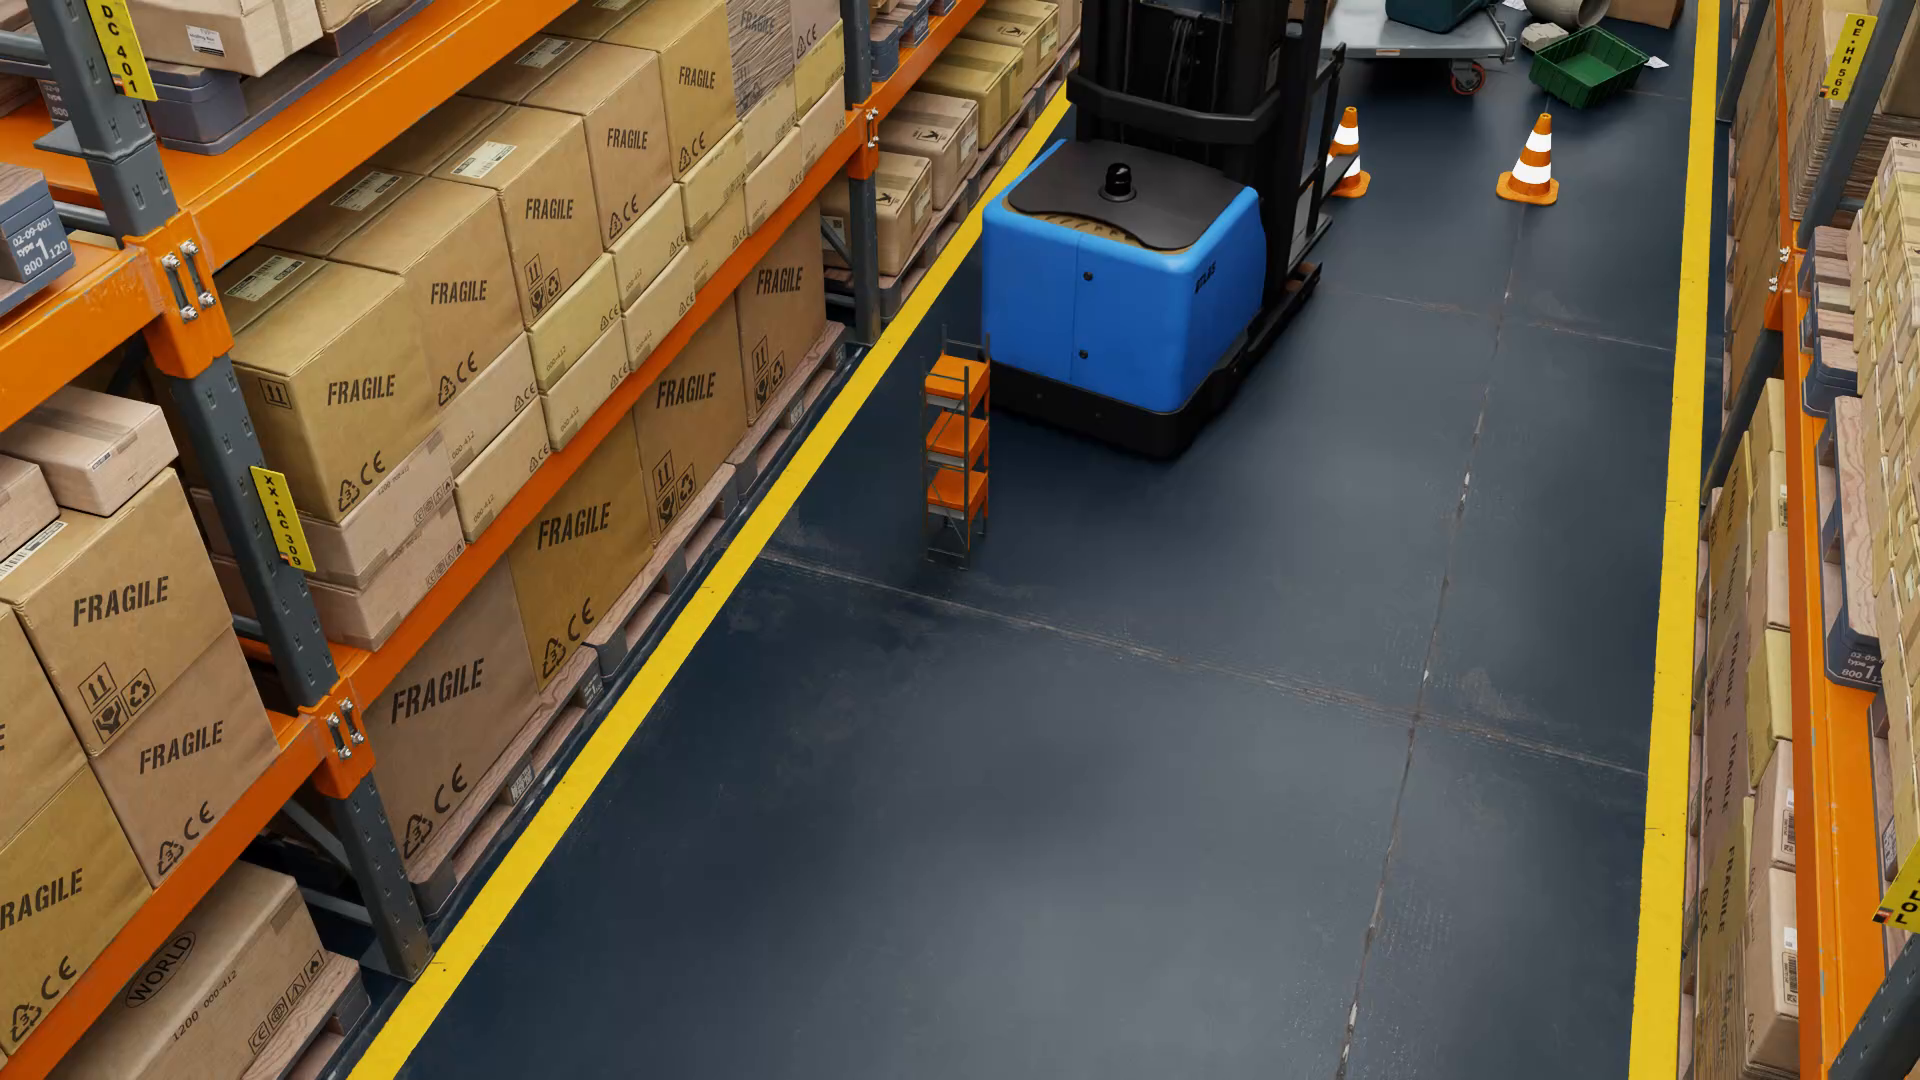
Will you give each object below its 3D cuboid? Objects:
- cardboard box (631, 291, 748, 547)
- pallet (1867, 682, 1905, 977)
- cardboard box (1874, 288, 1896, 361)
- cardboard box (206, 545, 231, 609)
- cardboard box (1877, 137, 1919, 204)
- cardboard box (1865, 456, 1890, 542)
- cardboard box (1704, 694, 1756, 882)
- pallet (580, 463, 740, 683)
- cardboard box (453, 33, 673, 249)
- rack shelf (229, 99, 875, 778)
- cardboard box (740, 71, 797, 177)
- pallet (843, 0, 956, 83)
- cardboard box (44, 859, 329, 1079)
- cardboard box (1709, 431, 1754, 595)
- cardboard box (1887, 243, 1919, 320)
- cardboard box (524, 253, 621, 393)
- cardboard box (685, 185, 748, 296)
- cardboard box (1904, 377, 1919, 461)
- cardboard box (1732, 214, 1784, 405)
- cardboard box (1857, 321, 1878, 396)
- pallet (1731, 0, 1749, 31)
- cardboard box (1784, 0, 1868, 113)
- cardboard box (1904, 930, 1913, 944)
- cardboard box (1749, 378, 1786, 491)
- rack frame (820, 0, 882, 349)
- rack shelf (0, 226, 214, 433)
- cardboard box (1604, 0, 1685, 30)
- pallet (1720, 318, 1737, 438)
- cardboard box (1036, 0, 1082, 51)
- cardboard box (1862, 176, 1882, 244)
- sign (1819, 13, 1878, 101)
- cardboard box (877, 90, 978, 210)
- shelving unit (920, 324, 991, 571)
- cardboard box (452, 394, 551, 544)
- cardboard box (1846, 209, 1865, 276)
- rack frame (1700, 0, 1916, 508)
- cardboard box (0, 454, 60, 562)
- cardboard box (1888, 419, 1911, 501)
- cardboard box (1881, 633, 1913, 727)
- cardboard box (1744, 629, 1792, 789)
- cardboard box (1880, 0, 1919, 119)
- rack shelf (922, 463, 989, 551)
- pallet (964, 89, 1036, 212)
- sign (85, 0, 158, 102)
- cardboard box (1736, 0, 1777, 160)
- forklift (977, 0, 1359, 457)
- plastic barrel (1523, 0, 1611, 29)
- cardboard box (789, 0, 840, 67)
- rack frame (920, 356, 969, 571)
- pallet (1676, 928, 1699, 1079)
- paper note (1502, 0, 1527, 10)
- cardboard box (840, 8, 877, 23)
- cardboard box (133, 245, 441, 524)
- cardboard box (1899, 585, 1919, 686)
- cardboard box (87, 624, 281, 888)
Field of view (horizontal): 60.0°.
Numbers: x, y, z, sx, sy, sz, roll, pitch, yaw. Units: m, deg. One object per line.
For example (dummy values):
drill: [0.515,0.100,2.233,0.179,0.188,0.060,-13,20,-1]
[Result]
cardboard box: [-1.514,-0.658,7.024,0.875,0.875,0.875,14,42,16]
pallet: [2.825,0.863,4.075,1.003,0.211,1.213,13,42,15]
cardboard box: [3.176,-0.660,5.353,0.380,0.149,0.250,13,42,15]
cardboard box: [-2.343,-0.086,5.155,0.500,0.250,0.500,12,42,14]
cardboard box: [3.453,-1.265,5.833,0.380,0.149,0.250,13,42,15]
cardboard box: [2.911,-0.084,4.908,0.380,0.149,0.250,12,42,14]
cardboard box: [2.799,0.883,5.506,0.500,0.500,0.500,12,42,14]
pallet: [-1.650,0.014,7.071,1.003,0.211,1.213,13,42,15]
cardboard box: [-1.346,-1.375,5.703,0.500,0.500,0.500,13,42,14]
rack shelf: [-1.575,-0.759,6.383,1.077,0.370,4.000,13,42,15]
cardboard box: [-0.990,-1.721,6.686,0.500,0.250,0.500,12,42,14]
pallet: [-0.748,-2.638,8.179,1.213,0.211,1.003,13,42,15]
cardboard box: [-2.575,1.361,4.994,0.875,0.438,0.875,13,42,14]
cardboard box: [3.313,-0.050,6.600,0.500,0.500,0.500,12,42,13]
cardboard box: [3.186,-0.793,5.280,0.380,0.149,0.250,12,42,13]
cardboard box: [-1.494,-0.778,5.581,0.500,0.250,0.500,14,42,16]
cardboard box: [-1.167,-1.211,6.474,0.500,0.250,0.500,13,42,15]
cardboard box: [2.918,-0.314,4.719,0.380,0.149,0.250,13,42,14]
cardboard box: [4.088,-0.871,7.370,1.050,0.750,0.750,13,42,14]
cardboard box: [3.178,-0.559,5.464,0.380,0.149,0.250,15,43,17]
pallet: [5.912,-3.788,11.527,1.003,0.211,1.213,13,42,15]
cardboard box: [4.040,-2.197,7.437,0.500,0.500,0.500,13,42,14]
cardboard box: [2.377,0.874,3.785,0.380,0.149,0.250,12,42,14]
cardboard box: [3.332,-0.343,6.366,0.500,0.250,0.500,11,42,13]
rack frame: [-0.891,-2.253,7.579,1.000,3.000,0.127,13,42,15]
rack shelf: [-2.943,0.539,2.550,1.077,0.370,4.000,13,42,15]
cardboard box: [4.729,-3.880,11.411,0.500,0.500,0.500,21,45,22]
pallet: [4.135,-0.619,7.813,1.003,0.211,1.213,13,42,15]
cardboard box: [0.300,-3.532,10.780,0.950,0.372,0.625,14,42,16]
cardboard box: [3.441,-1.143,5.919,0.380,0.149,0.250,15,43,17]
sign: [3.272,-1.777,6.130,0.100,0.325,0.005,13,42,15]
cardboard box: [-0.444,-2.207,9.227,0.950,0.372,0.625,13,42,14]
shelving unit: [-0.018,-0.367,6.871,0.215,1.050,0.252,13,42,15]
cardboard box: [-1.685,-0.282,5.385,0.500,0.250,0.500,12,42,14]
cardboard box: [3.452,-1.052,6.042,0.380,0.149,0.250,13,42,14]
rack frame: [3.795,-1.216,6.364,1.000,3.000,0.127,13,42,15]
cardboard box: [-2.257,-0.083,3.689,0.380,0.149,0.250,14,43,16]
cardboard box: [2.913,-0.192,4.804,0.380,0.149,0.250,15,43,17]
cardboard box: [2.638,0.411,4.328,0.380,0.149,0.250,11,42,13]
cardboard box: [2.800,0.583,5.280,0.500,0.250,0.500,12,42,13]
cardboard box: [3.958,-1.906,6.325,0.700,0.500,0.500,13,42,15]
rack shelf: [-0.018,-0.147,7.058,0.215,0.259,0.240,13,42,15]
pallet: [-0.204,-2.410,9.912,1.003,0.211,1.213,13,42,15]
sign: [-1.737,-1.059,3.410,0.100,0.325,0.005,13,42,15]
cardboard box: [5.035,-2.561,9.350,1.050,0.750,0.750,13,42,15]
forklift: [1.247,-2.437,7.848,1.130,2.935,3.031,20,44,22]
plastic barrel: [4.109,-3.708,11.270,0.421,0.421,0.512,-21,45,-22]
cardboard box: [-0.822,-2.298,6.785,0.500,0.500,0.500,12,42,14]
rack frame: [-0.060,-0.292,6.784,0.200,1.050,0.008,13,42,15]
pallet: [2.692,1.810,4.966,1.003,0.211,1.213,13,42,15]
paper note: [3.908,-3.757,11.637,0.172,0.023,0.155,29,48,29]
cardboard box: [-0.605,-2.474,7.709,0.380,0.149,0.250,11,42,13]
cardboard box: [-1.838,-0.436,4.603,0.500,0.500,0.500,14,42,16]
cardboard box: [2.644,0.281,4.251,0.380,0.149,0.250,12,42,14]
cardboard box: [-2.177,0.488,4.289,0.500,0.500,0.500,14,42,15]
